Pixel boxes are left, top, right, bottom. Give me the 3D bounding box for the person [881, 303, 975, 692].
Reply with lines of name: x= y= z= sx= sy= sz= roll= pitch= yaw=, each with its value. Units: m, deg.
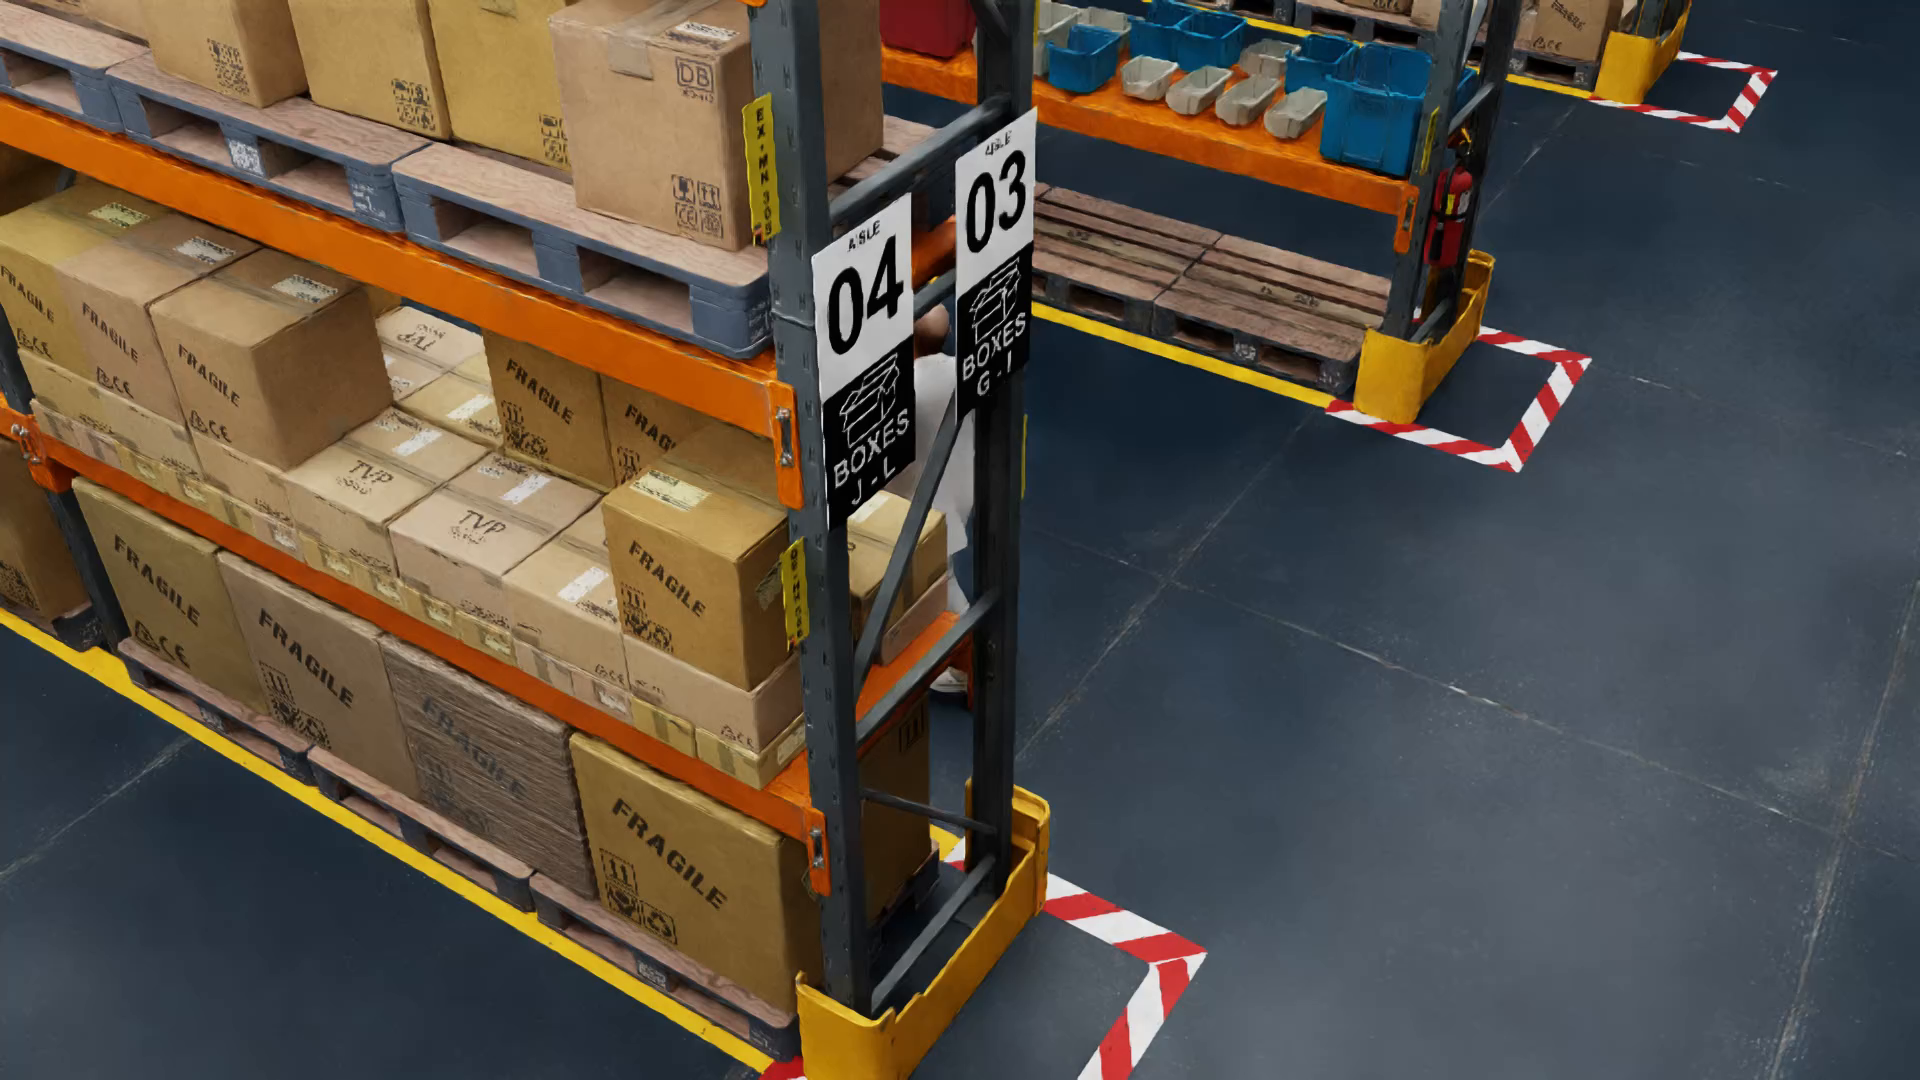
person: x=-0.131 y=-0.217 z=6.984 sx=0.618 sy=1.748 sz=0.996 roll=-24 pitch=44 yaw=-28
